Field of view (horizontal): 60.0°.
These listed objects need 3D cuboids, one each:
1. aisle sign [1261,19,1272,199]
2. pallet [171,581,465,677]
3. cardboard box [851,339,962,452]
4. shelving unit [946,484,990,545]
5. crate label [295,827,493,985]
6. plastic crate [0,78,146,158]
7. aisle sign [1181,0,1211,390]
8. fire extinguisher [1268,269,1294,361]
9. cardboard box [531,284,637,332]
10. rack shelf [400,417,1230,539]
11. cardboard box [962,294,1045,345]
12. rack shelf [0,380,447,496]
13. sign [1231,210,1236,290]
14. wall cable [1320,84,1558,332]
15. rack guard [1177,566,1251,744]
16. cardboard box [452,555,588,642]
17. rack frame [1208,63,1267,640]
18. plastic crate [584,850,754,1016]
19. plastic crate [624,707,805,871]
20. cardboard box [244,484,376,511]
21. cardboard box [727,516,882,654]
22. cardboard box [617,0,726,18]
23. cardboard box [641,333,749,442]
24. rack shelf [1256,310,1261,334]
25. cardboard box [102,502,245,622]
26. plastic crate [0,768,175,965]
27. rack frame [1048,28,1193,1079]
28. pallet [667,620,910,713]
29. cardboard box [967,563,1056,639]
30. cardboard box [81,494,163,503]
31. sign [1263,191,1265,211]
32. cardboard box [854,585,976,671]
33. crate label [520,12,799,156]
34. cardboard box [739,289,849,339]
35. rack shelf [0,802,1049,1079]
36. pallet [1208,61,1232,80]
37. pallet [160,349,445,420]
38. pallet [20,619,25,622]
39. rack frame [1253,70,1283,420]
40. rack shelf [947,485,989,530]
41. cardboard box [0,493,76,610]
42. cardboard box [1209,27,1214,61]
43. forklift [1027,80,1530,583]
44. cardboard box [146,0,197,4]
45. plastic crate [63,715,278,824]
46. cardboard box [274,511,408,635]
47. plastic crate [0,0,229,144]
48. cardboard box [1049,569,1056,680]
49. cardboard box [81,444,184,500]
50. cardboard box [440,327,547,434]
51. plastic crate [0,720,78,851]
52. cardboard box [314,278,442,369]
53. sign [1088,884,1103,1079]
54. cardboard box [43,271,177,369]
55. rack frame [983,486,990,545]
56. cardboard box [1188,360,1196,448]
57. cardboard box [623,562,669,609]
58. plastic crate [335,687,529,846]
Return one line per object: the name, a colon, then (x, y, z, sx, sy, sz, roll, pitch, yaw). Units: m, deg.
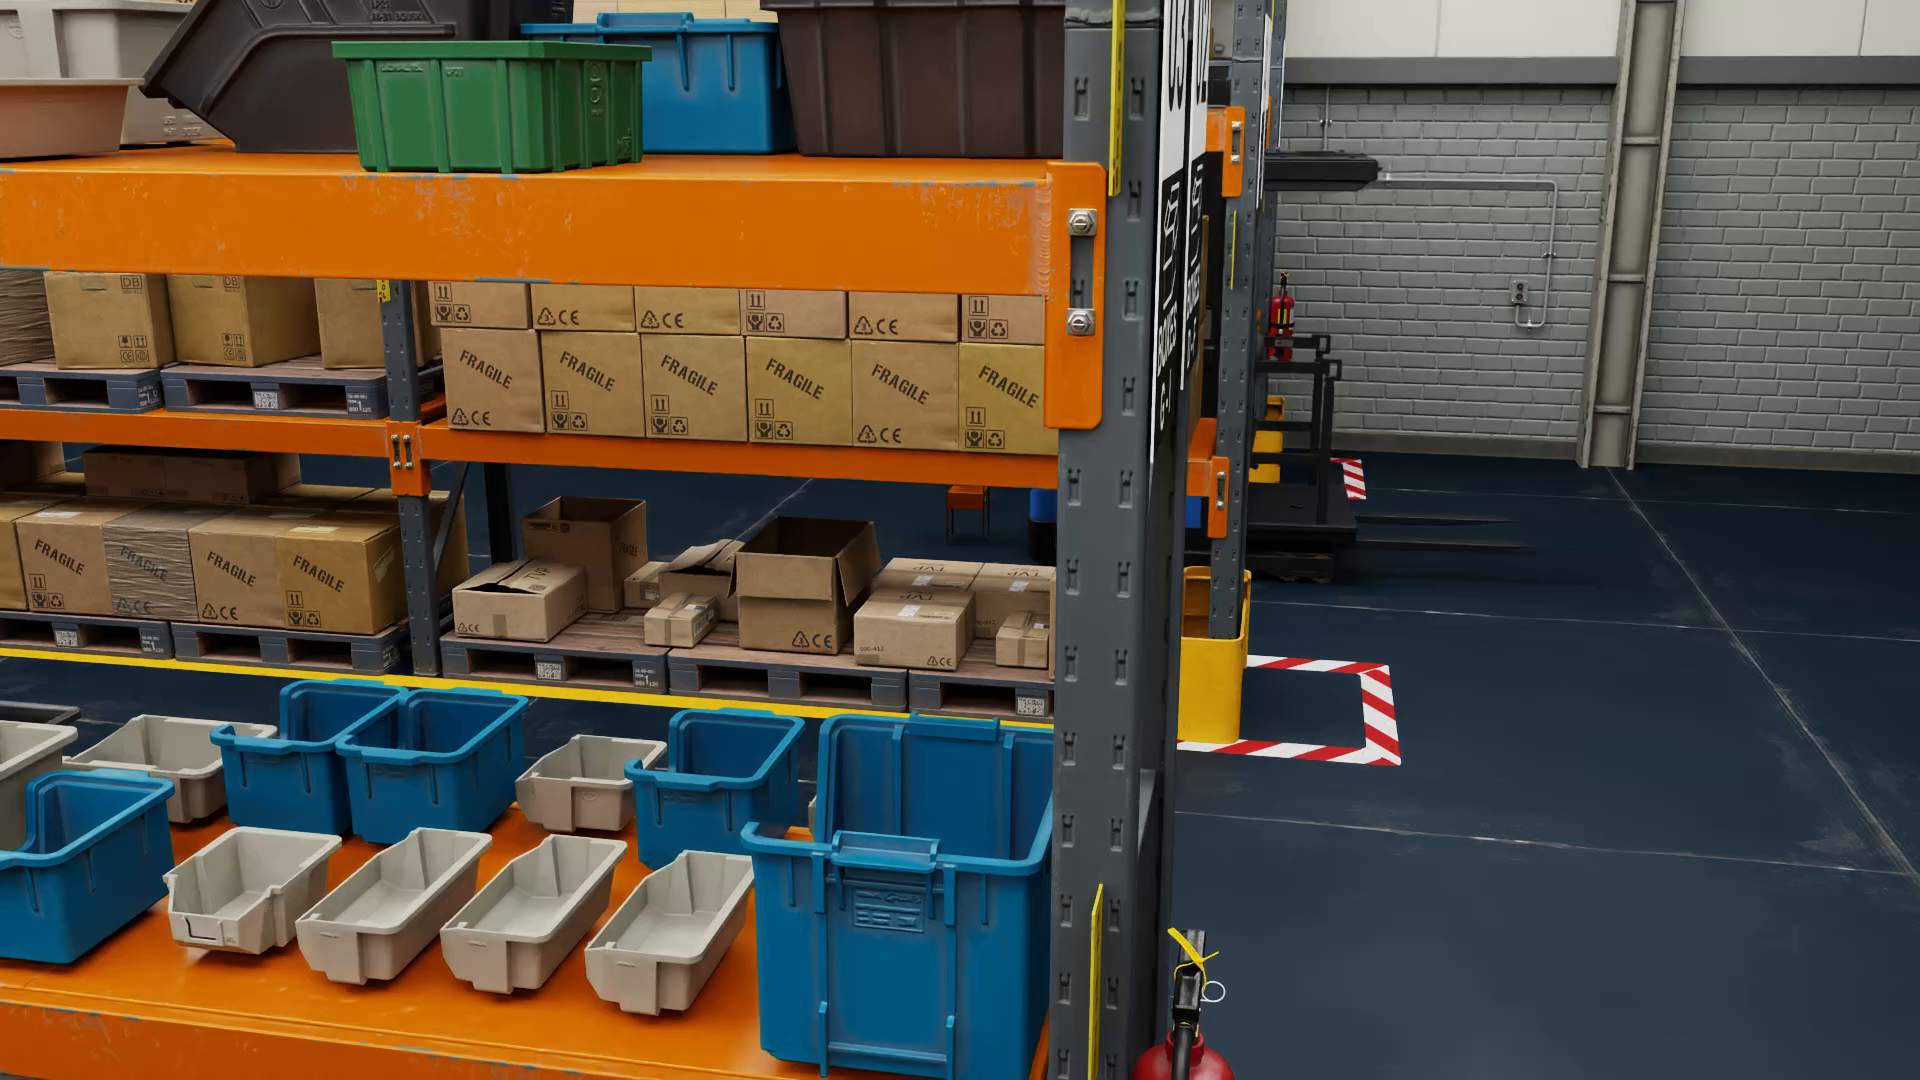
aisle sign: (1.417, -1.991, 7.690, 0.004, 0.787, 0.394, 3, 16, 11)
pallet: (-3.432, 0.433, 9.034, 1.213, 0.211, 1.003, 3, 16, 11)
cardboard box: (-0.198, -0.720, 7.786, 0.500, 0.500, 0.500, 3, 16, 12)
shelving unit: (0.052, -0.503, 10.842, 0.252, 1.050, 0.215, 3, 16, 11)
crate label: (-1.093, 0.705, 3.209, 0.243, 0.136, 0.396, 3, 16, 11)
plastic crate: (-1.773, -0.733, 2.893, 0.530, 0.136, 0.437, 3, 16, 11)
aisle sign: (0.431, -0.696, 3.016, 0.004, 0.787, 0.394, 3, 16, 11)
fire extinguisher: (2.331, -1.615, 12.047, 0.183, 0.674, 0.296, 3, 16, 11)
cardboard box: (-1.716, -1.282, 7.940, 0.500, 0.500, 0.500, 3, 16, 9)
rack shelf: (-0.668, -0.425, 8.253, 4.000, 0.370, 1.077, 3, 16, 11)
cardboard box: (0.306, -1.173, 7.548, 0.500, 0.500, 0.500, 4, 16, 13)
rack shelf: (-4.588, -0.637, 9.022, 4.000, 0.370, 1.077, 3, 16, 11)
sign: (1.162, -1.231, 7.056, 0.005, 0.325, 0.100, 3, 16, 11)
wall cable: (3.719, -2.630, 12.964, 1.851, 1.984, 0.084, 3, 16, 11)
rack guard: (1.217, 0.536, 8.122, 0.348, 0.500, 1.175, 3, 16, 11)
cardboard box: (-2.260, 0.285, 8.557, 0.500, 0.311, 0.500, 3, 16, 11)
rack frame: (1.292, -0.665, 7.773, 0.127, 3.000, 1.000, 3, 16, 11)
plastic crate: (-0.534, 0.733, 3.109, 0.243, 0.136, 0.396, 3, 16, 11)
plastic crate: (-0.520, 0.548, 3.595, 0.300, 0.233, 0.416, 3, 16, 11)
cardboard box: (-3.578, 0.000, 9.231, 0.500, 0.500, 0.500, 3, 16, 12)
cardboard box: (-0.786, 0.212, 8.460, 0.637, 0.503, 0.797, 3, 16, 11)
cardboard box: (-1.223, -2.345, 7.565, 0.500, 0.250, 0.500, 3, 16, 11)
cardboard box: (-1.190, -0.774, 7.979, 0.500, 0.500, 0.500, 3, 16, 11)
rack shelf: (0.316, -1.721, 12.932, 4.000, 0.370, 1.077, 3, 16, 11)
cardboard box: (-4.143, 0.108, 8.840, 0.500, 0.500, 0.500, 3, 16, 12)
plastic crate: (-1.762, 0.640, 3.263, 0.300, 0.233, 0.416, 3, 16, 11)
rack frame: (0.301, 0.631, 3.096, 0.127, 3.000, 1.000, 3, 16, 11)
pallet: (-0.756, 0.567, 8.549, 1.213, 0.211, 1.003, 3, 16, 11)
cardboard box: (0.326, 0.318, 8.550, 0.500, 0.250, 0.500, 3, 16, 11)
cardboard box: (-4.562, -0.056, 9.432, 0.500, 0.500, 0.500, 3, 16, 9)
sign: (2.154, -2.492, 11.756, 0.005, 0.325, 0.100, 3, 16, 11)
cardboard box: (-0.215, 0.425, 8.164, 0.500, 0.250, 0.500, 3, 16, 11)
crate label: (-0.539, -0.877, 3.198, 0.502, 0.251, 0.408, 3, 16, 11)
cardboard box: (-0.707, -1.227, 7.742, 0.500, 0.500, 0.500, 4, 16, 13)
rack shelf: (-1.659, 0.871, 3.576, 4.000, 0.370, 1.077, 3, 16, 11)
pallet: (1.546, -3.401, 12.196, 1.213, 0.211, 1.003, 3, 16, 11)
pallet: (-3.389, -0.856, 8.824, 1.213, 0.211, 1.003, 3, 16, 11)
pallet: (-5.824, 0.303, 9.503, 1.213, 0.211, 1.003, 3, 16, 11)
rack frame: (2.275, -1.961, 12.452, 0.127, 3.000, 1.000, 3, 16, 11)
rack shelf: (0.052, -0.225, 10.919, 0.240, 0.259, 0.215, 3, 16, 11)
cardboard box: (-5.154, 0.056, 9.031, 0.500, 0.500, 0.500, 3, 16, 10)
cardboard box: (1.609, -3.688, 12.374, 0.500, 0.250, 0.500, 4, 16, 14)
forklift: (1.983, -1.304, 10.211, 3.031, 2.935, 1.130, 2, 16, 8)
cardboard box: (-3.766, -2.698, 8.331, 0.600, 0.600, 0.600, 3, 16, 10)
plastic crate: (-1.852, 0.530, 3.841, 0.466, 0.136, 0.293, 3, 16, 11)
cardboard box: (-3.169, 0.164, 8.640, 0.500, 0.500, 0.500, 3, 16, 11)
plastic crate: (-1.809, -0.956, 3.429, 0.530, 0.282, 0.437, 3, 16, 11)
cardboard box: (0.710, 0.363, 7.920, 0.500, 0.500, 0.500, 3, 16, 11)
cardboard box: (-4.525, -0.416, 9.327, 0.500, 0.250, 0.500, 3, 16, 10)
cardboard box: (-2.183, -0.827, 8.173, 0.500, 0.500, 0.500, 4, 16, 13)
plastic crate: (-2.159, 0.576, 3.405, 0.530, 0.282, 0.437, 3, 16, 11)
cardboard box: (-3.048, -1.212, 8.774, 0.500, 0.500, 0.700, -2, 16, -8)
sign: (0.207, 0.697, 2.552, 0.005, 0.325, 0.100, 3, 16, 11)
cardboard box: (-4.371, -1.206, 8.753, 0.500, 0.500, 0.700, -1, 16, -3)
rack frame: (0.172, -0.497, 10.818, 0.008, 1.050, 0.200, 3, 16, 11)
cardboard box: (0.799, -0.666, 7.589, 0.500, 0.500, 0.500, 4, 16, 13)
cardboard box: (-1.634, 0.245, 9.006, 0.250, 0.149, 0.380, 3, 16, 11)
plastic crate: (-1.165, 0.513, 3.722, 0.300, 0.233, 0.416, 3, 16, 11)
